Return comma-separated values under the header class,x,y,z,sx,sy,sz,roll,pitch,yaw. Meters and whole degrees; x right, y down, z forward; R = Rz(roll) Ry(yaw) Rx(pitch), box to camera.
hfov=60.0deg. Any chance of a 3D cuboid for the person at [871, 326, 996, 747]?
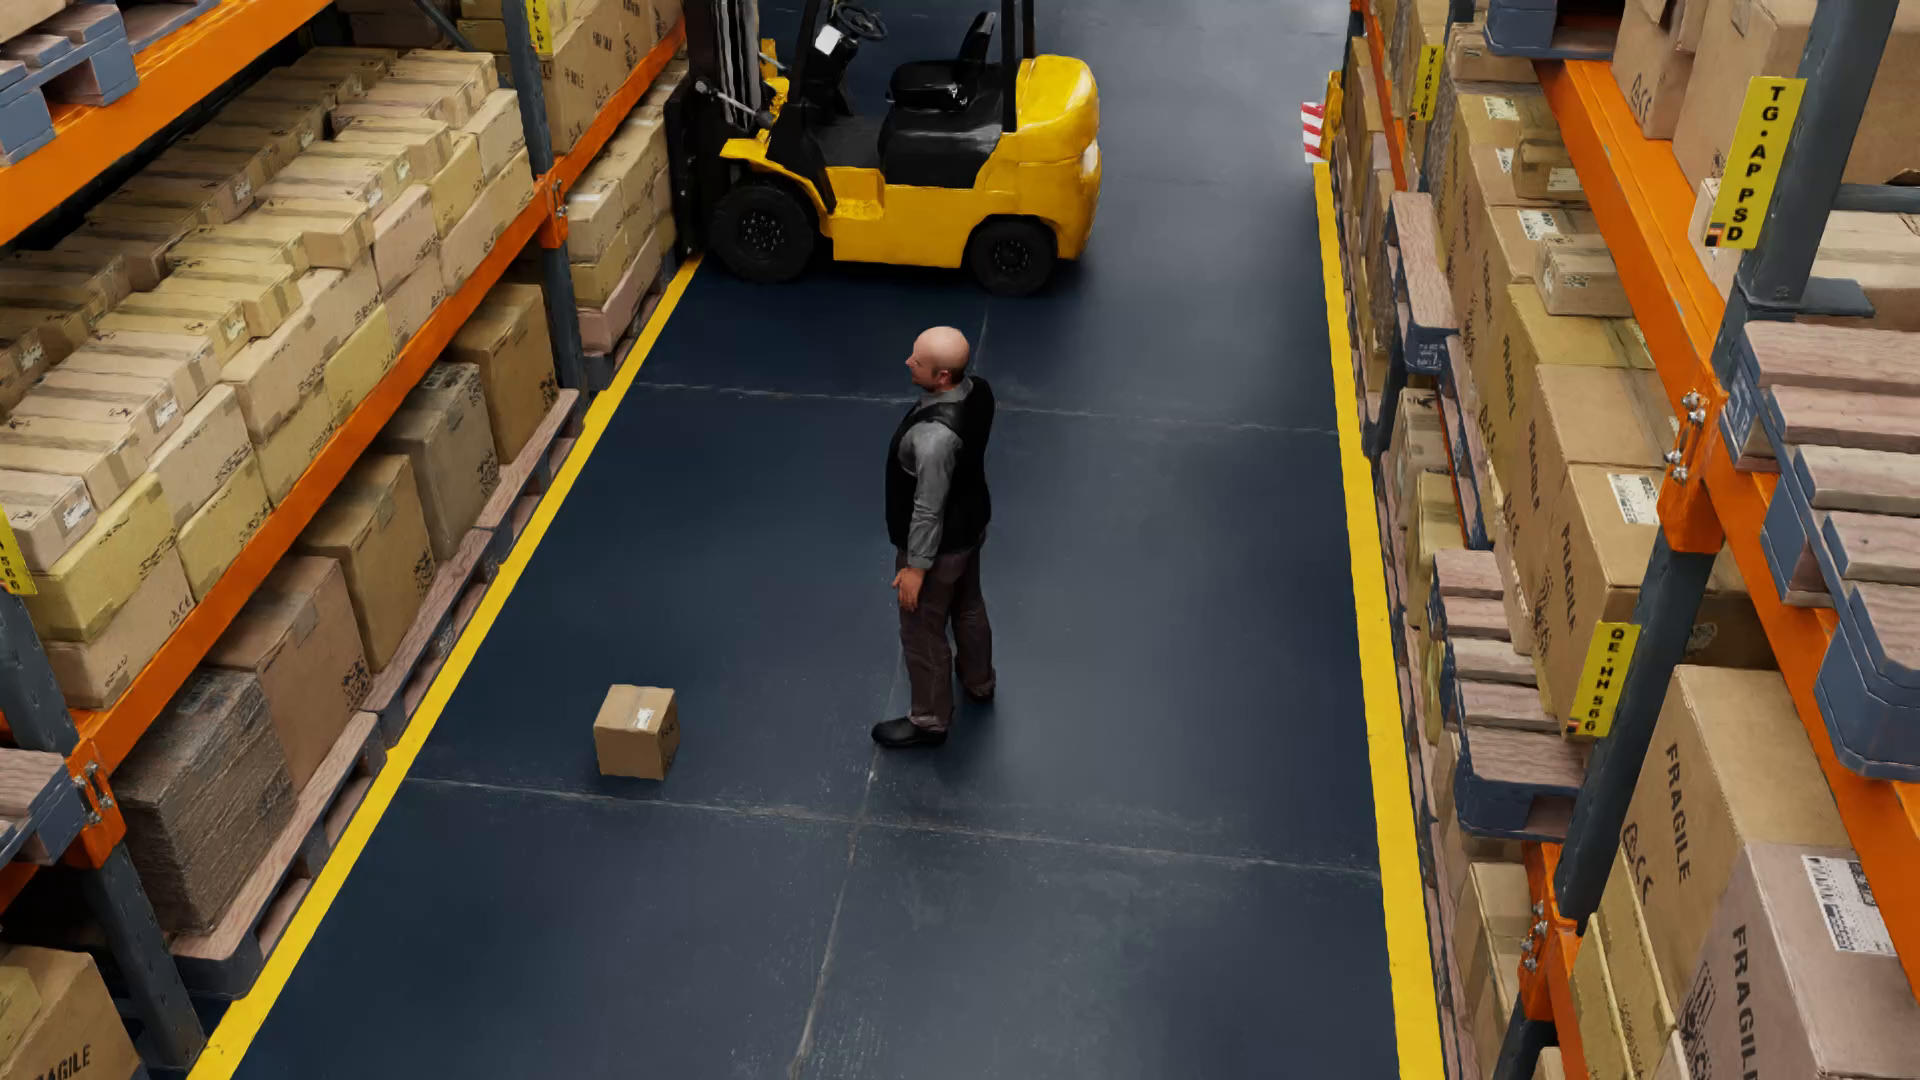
class,x,y,z,sx,sy,sz,roll,pitch,yaw
person,-0.080,0.015,6.181,0.375,1.642,0.662,13,38,18
